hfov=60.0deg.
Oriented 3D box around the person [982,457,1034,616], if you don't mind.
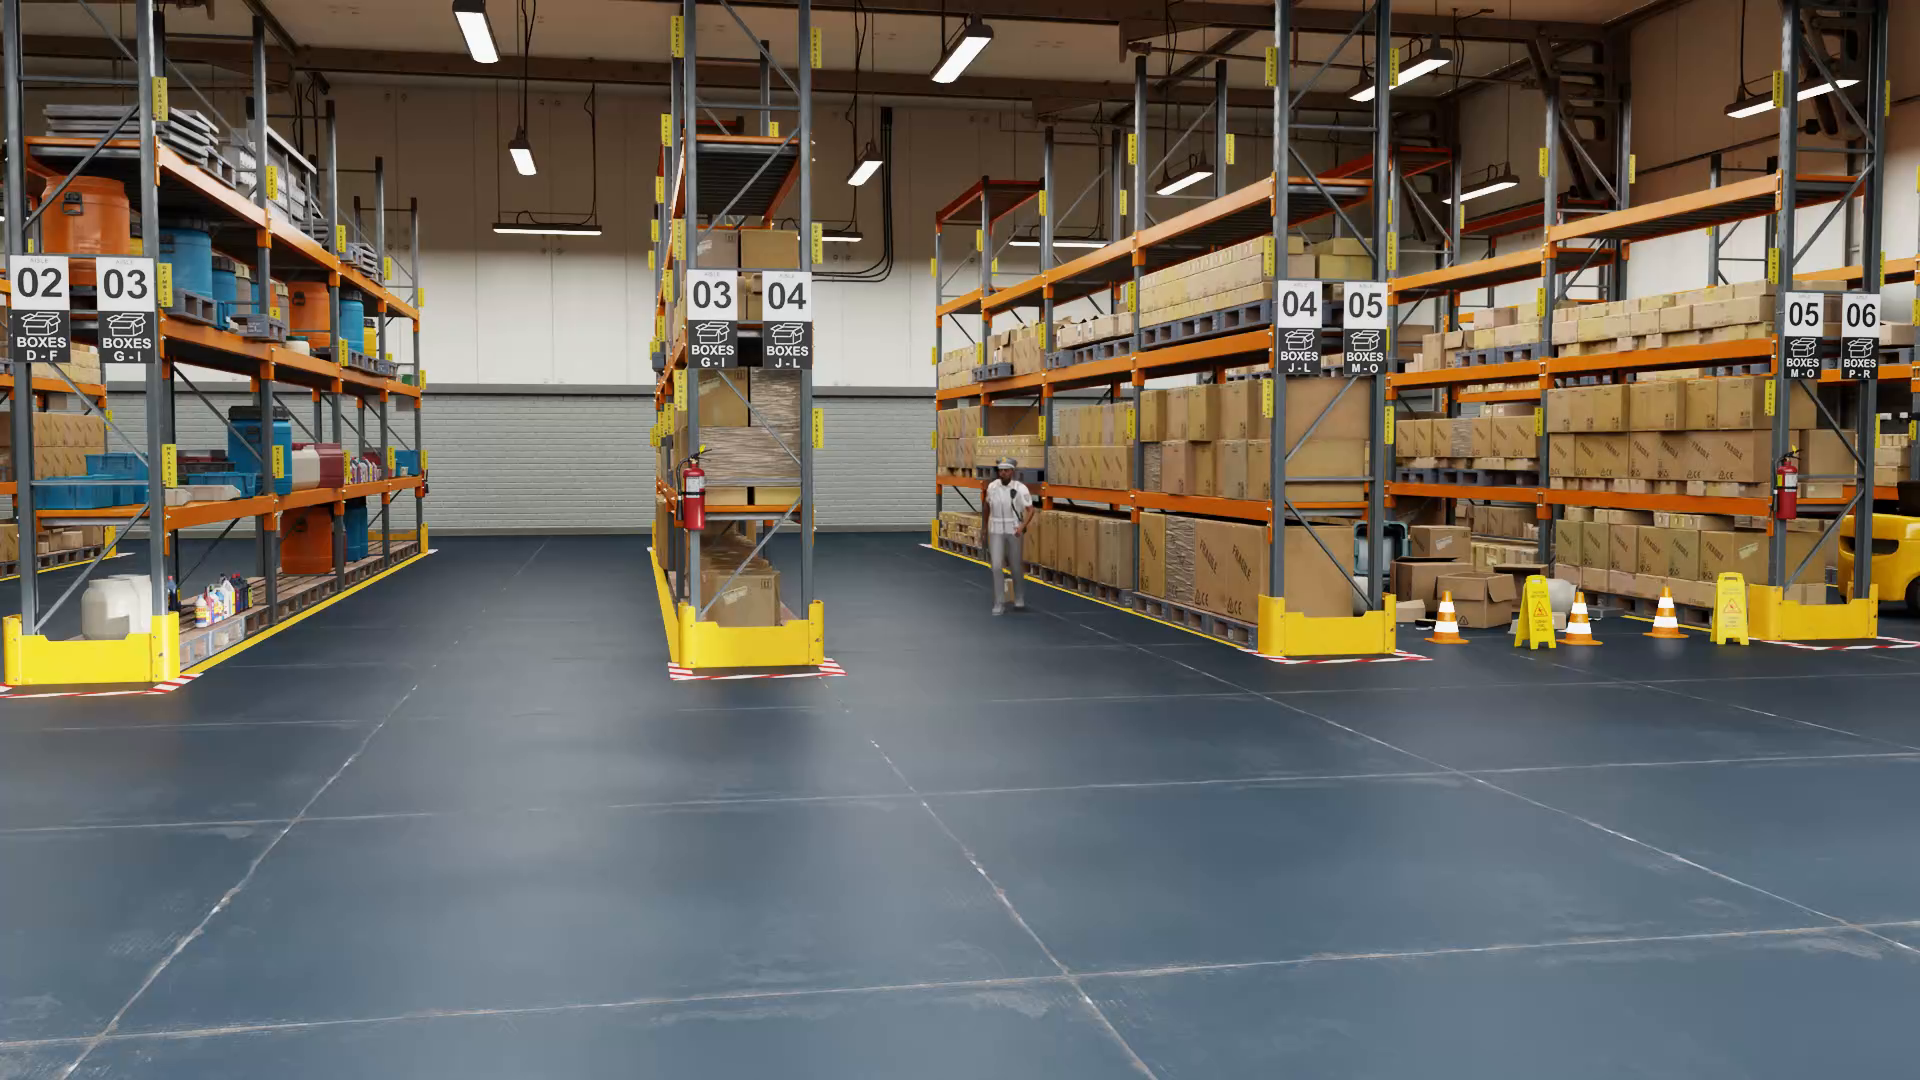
[{"bbox_3d":[0.519,-0.053,17.936,0.597,1.692,0.785,1,3,11],"label":"person"}]
